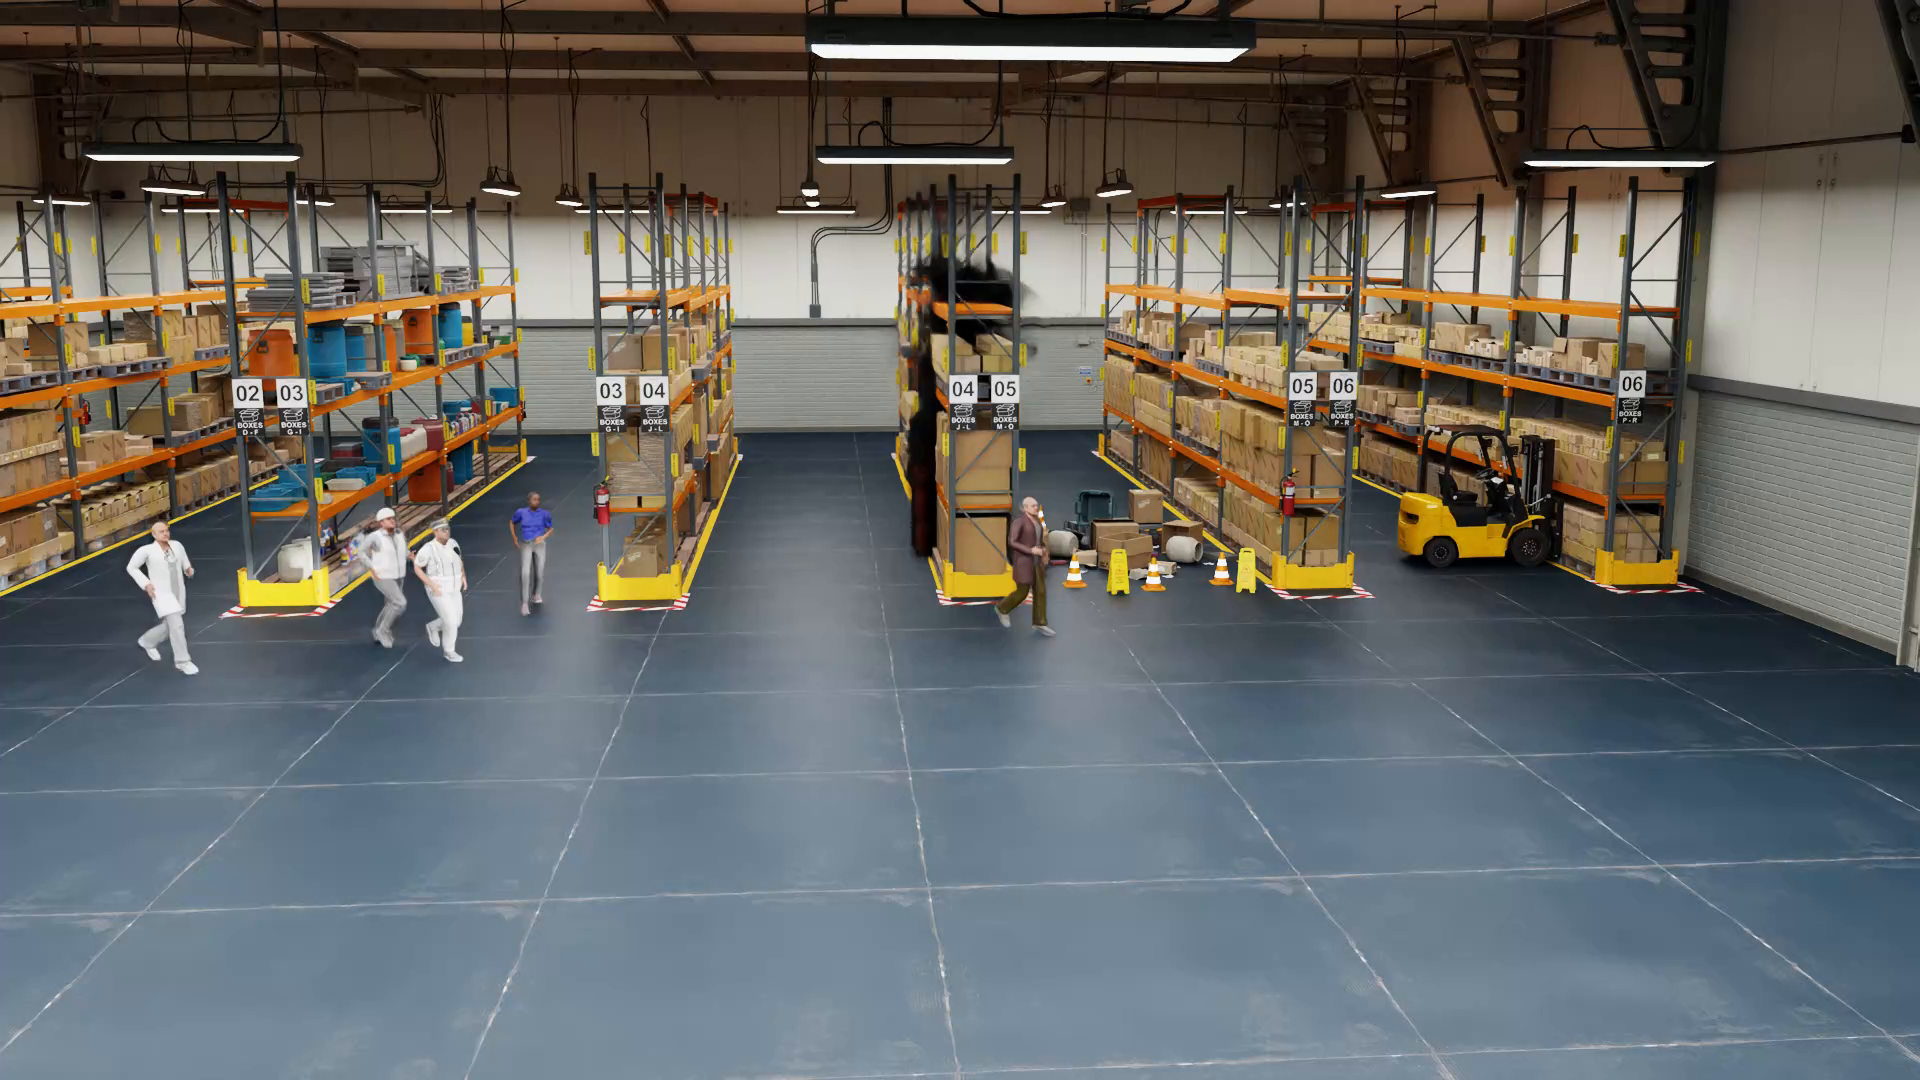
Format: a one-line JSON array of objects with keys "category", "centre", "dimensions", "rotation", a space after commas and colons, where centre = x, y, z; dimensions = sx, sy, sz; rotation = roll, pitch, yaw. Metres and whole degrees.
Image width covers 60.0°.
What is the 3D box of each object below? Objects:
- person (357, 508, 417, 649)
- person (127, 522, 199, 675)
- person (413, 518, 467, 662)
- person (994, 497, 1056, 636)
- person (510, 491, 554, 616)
[{"category": "person", "centre": [-7.168, 0.477, 20.997], "dimensions": [0.704, 1.789, 0.631], "rotation": [5, 11, 25]}, {"category": "person", "centre": [-9.437, 0.670, 19.807], "dimensions": [0.922, 1.793, 0.693], "rotation": [5, 11, 25]}, {"category": "person", "centre": [-6.375, 0.587, 20.426], "dimensions": [0.710, 1.752, 0.684], "rotation": [6, 12, 31]}, {"category": "person", "centre": [0.870, 0.324, 21.746], "dimensions": [0.935, 1.796, 0.734], "rotation": [9, 13, 40]}, {"category": "person", "centre": [-5.927, 0.160, 23.117], "dimensions": [0.579, 1.694, 0.772], "rotation": [-4, 11, -19]}]
